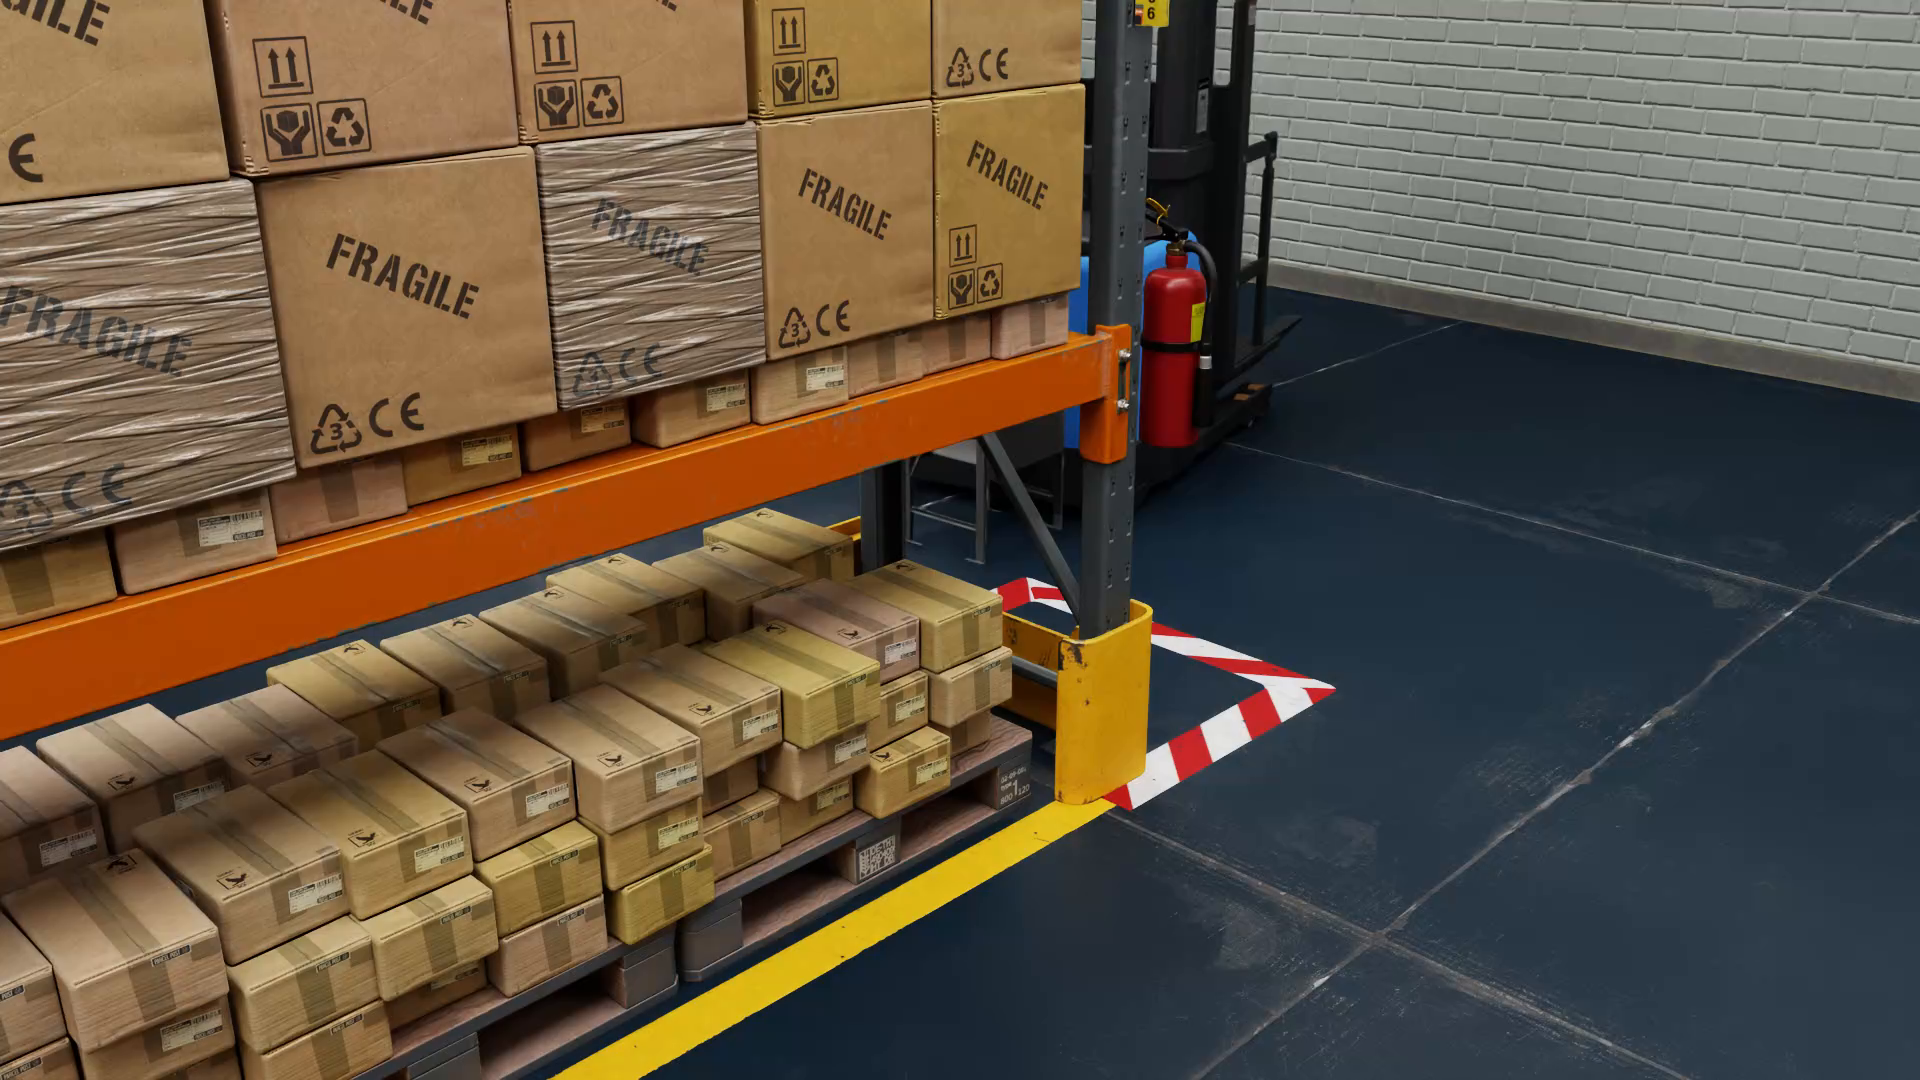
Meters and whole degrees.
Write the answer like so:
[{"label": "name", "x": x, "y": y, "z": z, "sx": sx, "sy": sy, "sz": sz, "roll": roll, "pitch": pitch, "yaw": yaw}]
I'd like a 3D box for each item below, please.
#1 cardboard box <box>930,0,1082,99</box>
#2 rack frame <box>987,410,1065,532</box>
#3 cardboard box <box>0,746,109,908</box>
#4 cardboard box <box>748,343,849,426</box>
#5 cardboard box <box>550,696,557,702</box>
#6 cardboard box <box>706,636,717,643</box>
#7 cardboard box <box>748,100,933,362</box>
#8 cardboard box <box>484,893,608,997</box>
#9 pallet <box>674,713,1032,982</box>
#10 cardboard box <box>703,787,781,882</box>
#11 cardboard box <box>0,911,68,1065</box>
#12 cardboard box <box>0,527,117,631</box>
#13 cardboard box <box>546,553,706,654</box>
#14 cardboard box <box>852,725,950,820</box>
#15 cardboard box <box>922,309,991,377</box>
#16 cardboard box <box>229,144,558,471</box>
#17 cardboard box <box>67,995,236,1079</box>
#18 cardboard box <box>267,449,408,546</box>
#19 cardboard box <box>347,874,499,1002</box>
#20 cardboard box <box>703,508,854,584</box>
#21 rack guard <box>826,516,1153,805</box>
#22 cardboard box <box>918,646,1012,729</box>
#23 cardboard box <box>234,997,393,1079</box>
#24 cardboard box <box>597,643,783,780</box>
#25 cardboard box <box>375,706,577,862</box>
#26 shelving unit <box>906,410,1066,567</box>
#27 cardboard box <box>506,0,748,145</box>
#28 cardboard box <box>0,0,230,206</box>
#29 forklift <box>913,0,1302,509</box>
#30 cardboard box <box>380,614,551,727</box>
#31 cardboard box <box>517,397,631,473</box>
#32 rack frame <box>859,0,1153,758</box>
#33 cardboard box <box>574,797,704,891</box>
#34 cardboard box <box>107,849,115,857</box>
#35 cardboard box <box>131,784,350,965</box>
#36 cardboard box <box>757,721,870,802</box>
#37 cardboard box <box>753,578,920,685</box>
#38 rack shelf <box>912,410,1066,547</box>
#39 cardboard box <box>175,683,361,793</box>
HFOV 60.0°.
[{"label": "cardboard box", "x": -0.059, "y": -1.331, "z": 3.909, "sx": 0.500, "sy": 0.500, "sz": 0.500, "roll": 19, "pitch": 28, "yaw": 40}, {"label": "rack frame", "x": 0.251, "y": -1.060, "z": 6.407, "sx": 0.400, "sy": 2.100, "sz": 0.015, "roll": 17, "pitch": 27, "yaw": 37}, {"label": "cardboard box", "x": -1.969, "y": 0.588, "z": 3.422, "sx": 0.380, "sy": 0.149, "sz": 0.250, "roll": 18, "pitch": 27, "yaw": 38}, {"label": "cardboard box", "x": -0.469, "y": -0.393, "z": 3.766, "sx": 0.250, "sy": 0.149, "sz": 0.380, "roll": -19, "pitch": 28, "yaw": -41}, {"label": "cardboard box", "x": -1.063, "y": 0.388, "z": 4.359, "sx": 0.250, "sy": 0.149, "sz": 0.380, "roll": -19, "pitch": 28, "yaw": -40}, {"label": "cardboard box", "x": -0.699, "y": 0.264, "z": 4.681, "sx": 0.380, "sy": 0.149, "sz": 0.250, "roll": 19, "pitch": 28, "yaw": 40}, {"label": "cardboard box", "x": -0.410, "y": -0.733, "z": 3.748, "sx": 0.500, "sy": 0.500, "sz": 0.500, "roll": 19, "pitch": 28, "yaw": 40}, {"label": "cardboard box", "x": -0.989, "y": 0.814, "z": 3.663, "sx": 0.250, "sy": 0.149, "sz": 0.380, "roll": -20, "pitch": 28, "yaw": -41}, {"label": "pallet", "x": -0.563, "y": 0.662, "z": 4.557, "sx": 1.003, "sy": 0.211, "sz": 1.213, "roll": 19, "pitch": 28, "yaw": 41}, {"label": "cardboard box", "x": -0.651, "y": 0.668, "z": 4.044, "sx": 0.380, "sy": 0.149, "sz": 0.250, "roll": 20, "pitch": 28, "yaw": 41}, {"label": "cardboard box", "x": -1.778, "y": 0.784, "z": 2.914, "sx": 0.380, "sy": 0.149, "sz": 0.250, "roll": 18, "pitch": 28, "yaw": 39}, {"label": "cardboard box", "x": -1.584, "y": 0.012, "z": 2.712, "sx": 0.250, "sy": 0.149, "sz": 0.380, "roll": -20, "pitch": 28, "yaw": -41}, {"label": "cardboard box", "x": -0.900, "y": 0.181, "z": 4.481, "sx": 0.380, "sy": 0.149, "sz": 0.250, "roll": 19, "pitch": 28, "yaw": 40}, {"label": "cardboard box", "x": -0.242, "y": 0.555, "z": 4.338, "sx": 0.250, "sy": 0.149, "sz": 0.380, "roll": -19, "pitch": 28, "yaw": -40}, {"label": "cardboard box", "x": -0.143, "y": -0.532, "z": 4.129, "sx": 0.380, "sy": 0.149, "sz": 0.250, "roll": 19, "pitch": 28, "yaw": 41}, {"label": "cardboard box", "x": -1.112, "y": -0.475, "z": 3.075, "sx": 0.500, "sy": 0.500, "sz": 0.500, "roll": -18, "pitch": 28, "yaw": -39}, {"label": "cardboard box", "x": -1.571, "y": 0.859, "z": 3.131, "sx": 0.250, "sy": 0.149, "sz": 0.380, "roll": -19, "pitch": 28, "yaw": -40}, {"label": "cardboard box", "x": -1.239, "y": -0.135, "z": 3.096, "sx": 0.250, "sy": 0.149, "sz": 0.380, "roll": -19, "pitch": 28, "yaw": -40}, {"label": "cardboard box", "x": -1.159, "y": 0.753, "z": 3.407, "sx": 0.380, "sy": 0.149, "sz": 0.250, "roll": 20, "pitch": 28, "yaw": 41}, {"label": "cardboard box", "x": -0.527, "y": 0.048, "z": 4.828, "sx": 0.380, "sy": 0.149, "sz": 0.250, "roll": 18, "pitch": 27, "yaw": 38}, {"label": "rack guard", "x": 0.029, "y": 0.327, "z": 5.026, "sx": 1.175, "sy": 0.500, "sz": 0.348, "roll": 19, "pitch": 28, "yaw": 41}, {"label": "cardboard box", "x": -0.082, "y": 0.344, "z": 4.472, "sx": 0.380, "sy": 0.149, "sz": 0.250, "roll": 18, "pitch": 28, "yaw": 39}, {"label": "cardboard box", "x": -1.348, "y": 0.947, "z": 3.318, "sx": 0.380, "sy": 0.149, "sz": 0.250, "roll": 18, "pitch": 28, "yaw": 39}, {"label": "cardboard box", "x": -0.638, "y": 0.397, "z": 3.920, "sx": 0.380, "sy": 0.149, "sz": 0.250, "roll": 18, "pitch": 27, "yaw": 39}, {"label": "cardboard box", "x": -1.049, "y": 0.520, "z": 3.600, "sx": 0.380, "sy": 0.149, "sz": 0.250, "roll": 18, "pitch": 27, "yaw": 39}, {"label": "shelving unit", "x": 0.095, "y": -0.993, "z": 6.232, "sx": 0.431, "sy": 2.100, "sz": 0.503, "roll": 17, "pitch": 27, "yaw": 37}, {"label": "cardboard box", "x": -0.769, "y": -1.065, "z": 3.217, "sx": 0.500, "sy": 0.500, "sz": 0.500, "roll": -18, "pitch": 28, "yaw": -39}, {"label": "cardboard box", "x": -1.495, "y": -0.797, "z": 2.519, "sx": 0.500, "sy": 0.500, "sz": 0.500, "roll": -20, "pitch": 28, "yaw": -41}, {"label": "forklift", "x": 0.874, "y": -1.972, "z": 7.620, "sx": 1.130, "sy": 2.935, "sz": 3.031, "roll": 11, "pitch": 24, "yaw": 26}, {"label": "cardboard box", "x": -1.214, "y": 0.335, "z": 4.081, "sx": 0.250, "sy": 0.149, "sz": 0.380, "roll": -19, "pitch": 28, "yaw": -40}, {"label": "cardboard box", "x": -0.905, "y": -0.278, "z": 3.467, "sx": 0.380, "sy": 0.149, "sz": 0.250, "roll": 18, "pitch": 27, "yaw": 38}, {"label": "rack frame", "x": 0.082, "y": -0.859, "z": 4.628, "sx": 1.000, "sy": 3.000, "sz": 0.127, "roll": 19, "pitch": 28, "yaw": 41}, {"label": "cardboard box", "x": -0.795, "y": 0.614, "z": 3.769, "sx": 0.250, "sy": 0.149, "sz": 0.380, "roll": -20, "pitch": 28, "yaw": -41}, {"label": "cardboard box", "x": -1.752, "y": 0.685, "z": 3.586, "sx": 0.380, "sy": 0.149, "sz": 0.250, "roll": 18, "pitch": 27, "yaw": 38}, {"label": "cardboard box", "x": -1.411, "y": 0.648, "z": 3.267, "sx": 0.380, "sy": 0.149, "sz": 0.250, "roll": 18, "pitch": 27, "yaw": 39}, {"label": "cardboard box", "x": -0.443, "y": 0.478, "z": 4.123, "sx": 0.380, "sy": 0.149, "sz": 0.250, "roll": 18, "pitch": 27, "yaw": 39}, {"label": "cardboard box", "x": -0.322, "y": 0.248, "z": 4.308, "sx": 0.250, "sy": 0.149, "sz": 0.380, "roll": -20, "pitch": 28, "yaw": -41}, {"label": "rack shelf", "x": 0.095, "y": -0.327, "z": 6.488, "sx": 0.431, "sy": 0.518, "sz": 0.480, "roll": 17, "pitch": 27, "yaw": 37}, {"label": "cardboard box", "x": -1.537, "y": 0.480, "z": 3.705, "sx": 0.380, "sy": 0.149, "sz": 0.250, "roll": 19, "pitch": 28, "yaw": 41}]
